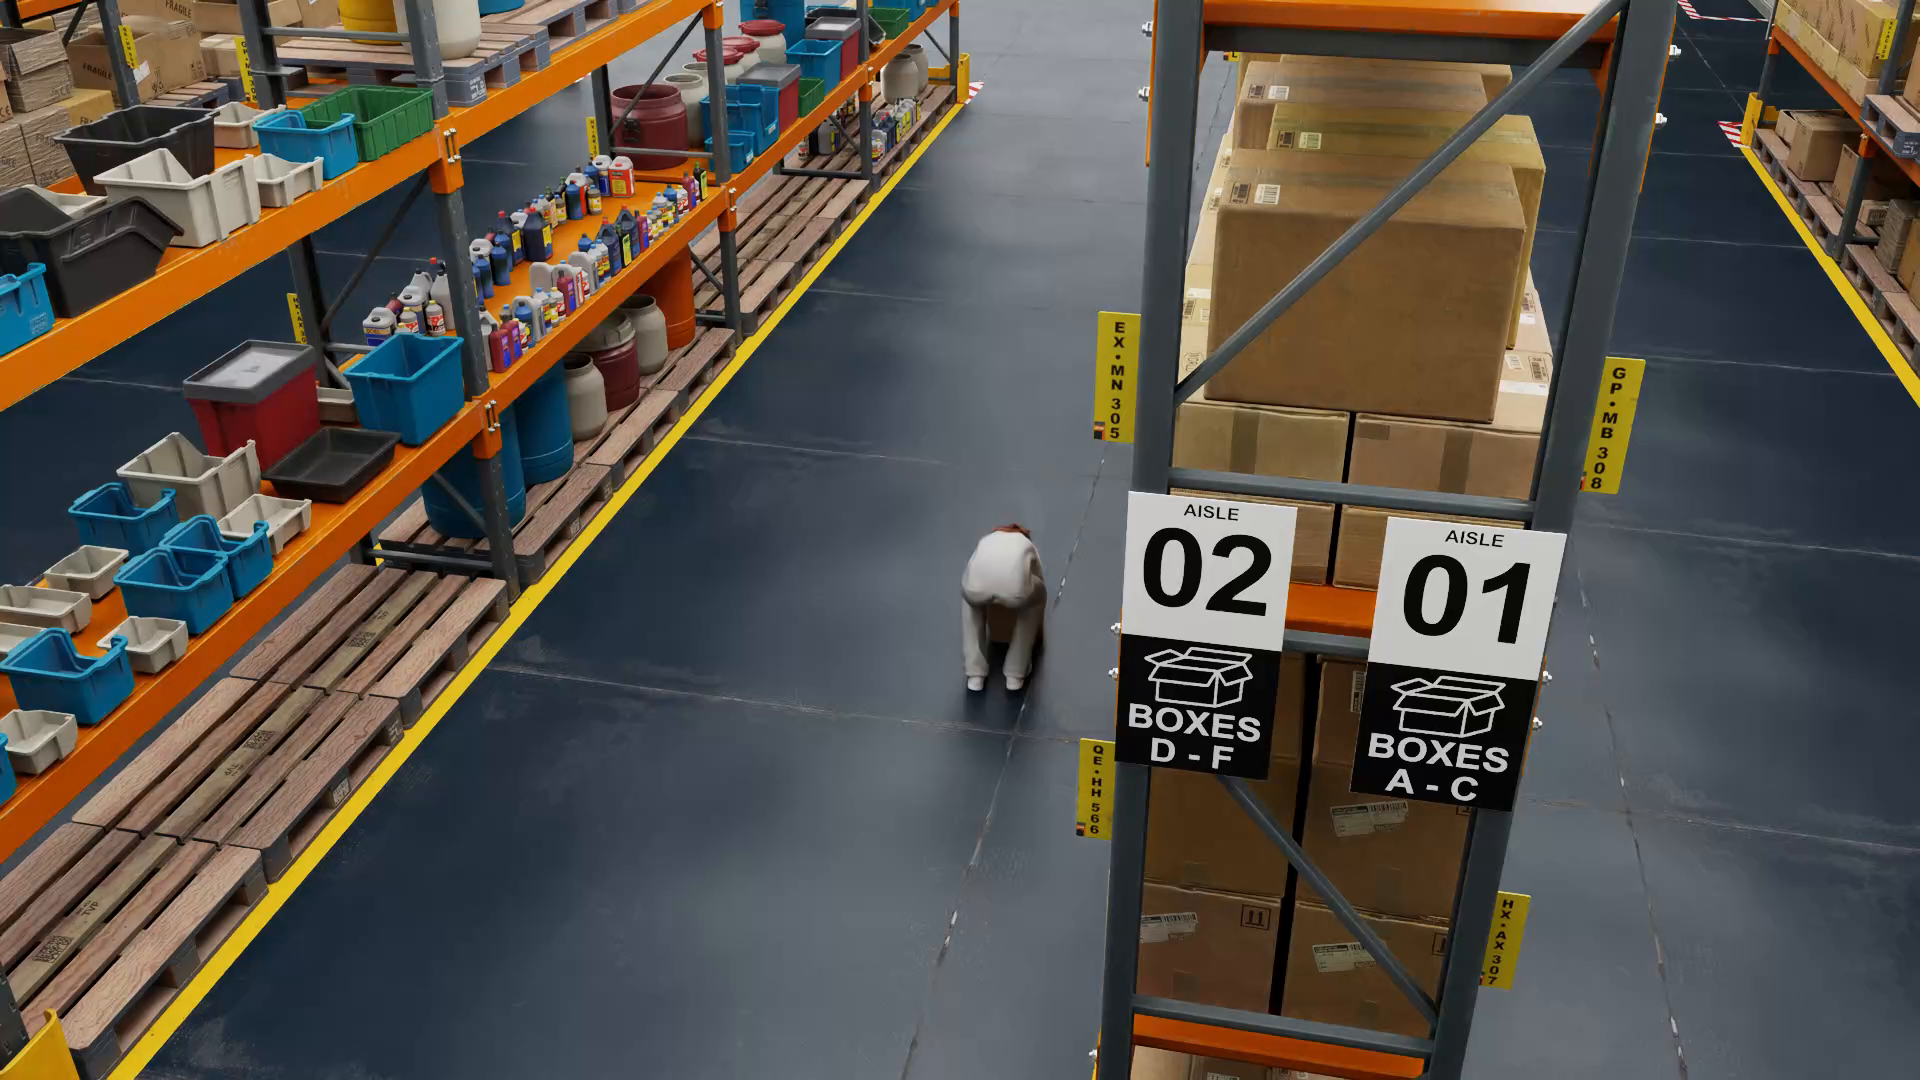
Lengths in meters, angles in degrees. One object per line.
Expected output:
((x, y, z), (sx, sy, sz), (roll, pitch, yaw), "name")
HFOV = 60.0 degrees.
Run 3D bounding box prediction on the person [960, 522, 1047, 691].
((0.230, 0.372, 8.936), (0.467, 0.710, 0.849), (5, 29, 8), "person")
